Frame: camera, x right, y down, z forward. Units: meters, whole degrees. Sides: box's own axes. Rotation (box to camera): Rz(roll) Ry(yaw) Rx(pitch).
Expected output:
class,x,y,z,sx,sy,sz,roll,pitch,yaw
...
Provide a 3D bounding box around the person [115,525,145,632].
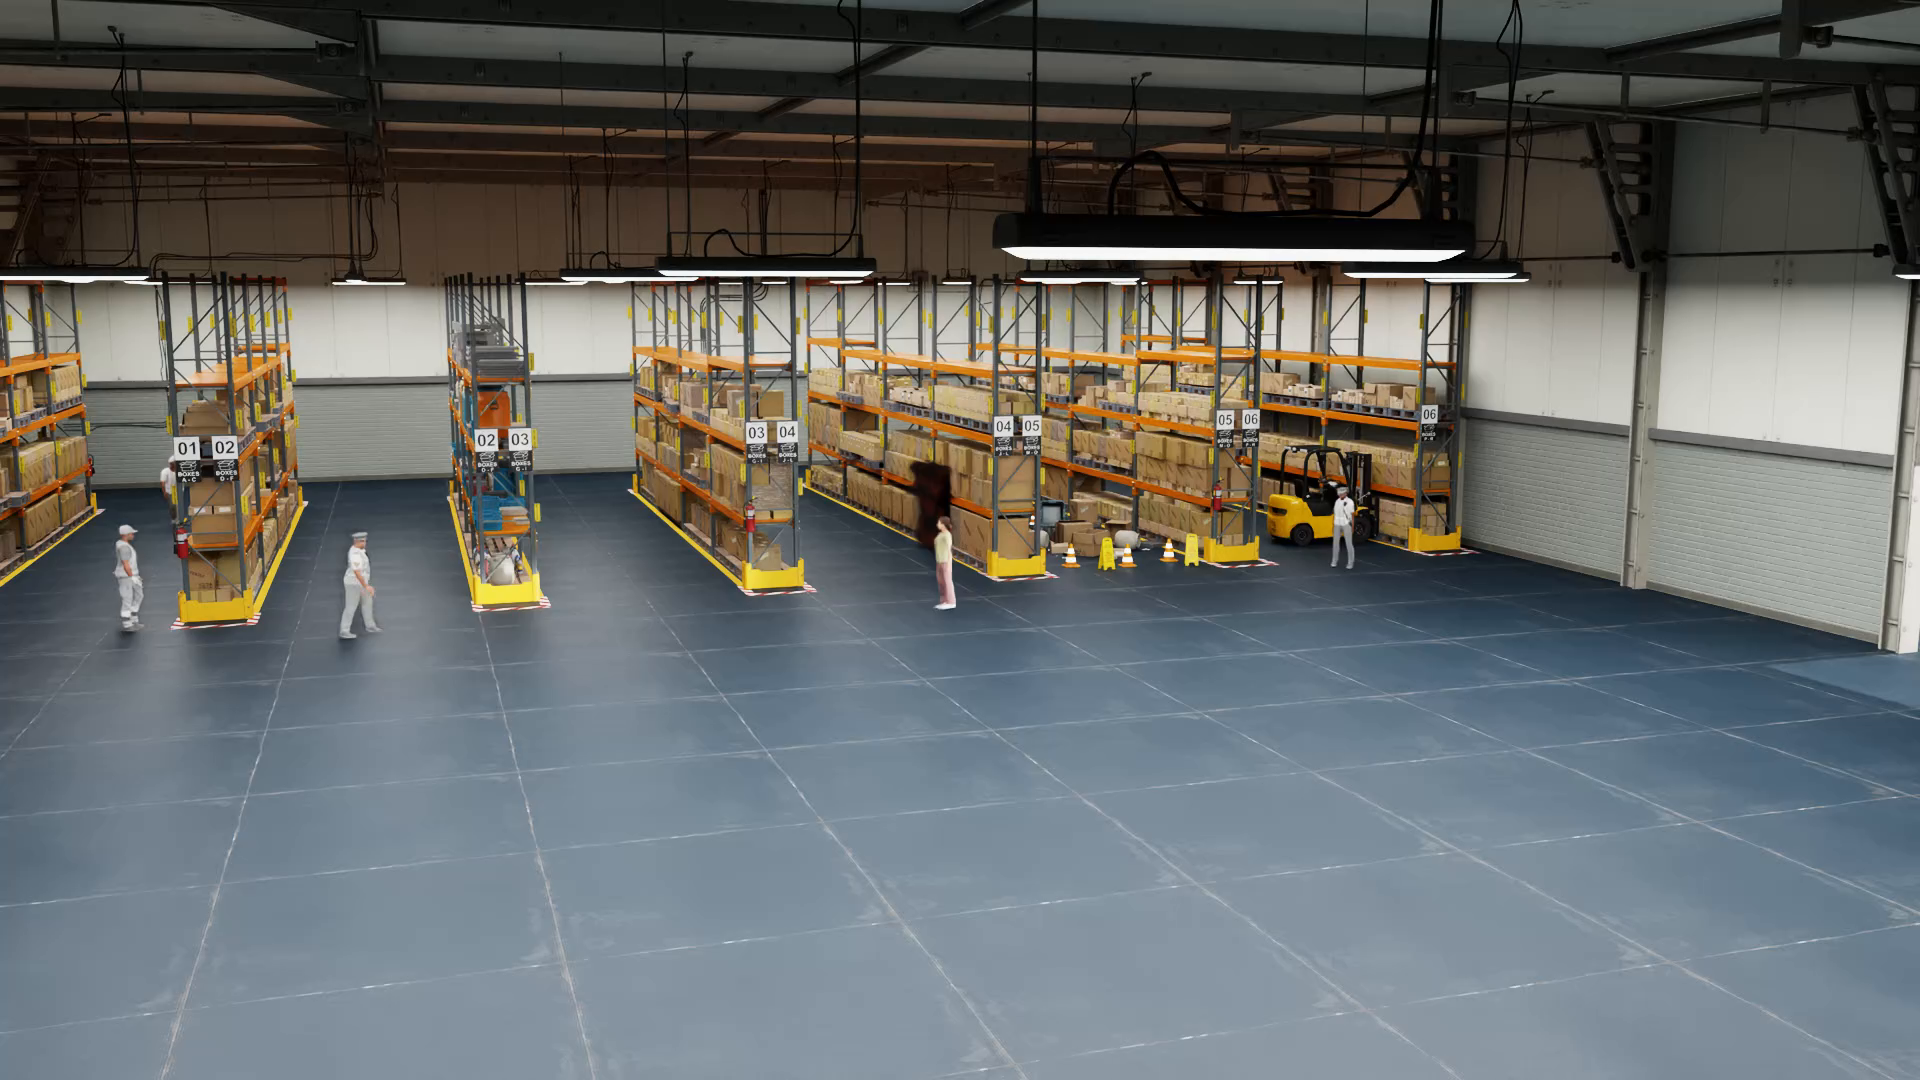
class,x,y,z,sx,sy,sz,roll,pitch,yaw
person,-13.936,0.648,27.974,0.531,1.825,0.630,0,9,2

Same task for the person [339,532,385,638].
class,x,y,z,sx,sy,sz,roll,pitch,yaw
person,-9.952,0.745,27.544,0.617,1.760,0.699,-1,9,-7

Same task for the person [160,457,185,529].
class,x,y,z,sx,sy,sz,roll,pitch,yaw
person,-18.909,-1.143,39.951,0.491,1.719,1.042,-3,9,-18

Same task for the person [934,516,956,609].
class,x,y,z,sx,sy,sz,roll,pitch,yaw
person,-0.277,0.416,29.871,0.360,1.707,0.570,-3,9,-21

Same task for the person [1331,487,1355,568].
class,x,y,z,sx,sy,sz,roll,pitch,yaw
person,7.925,-0.269,34.363,0.546,1.663,0.371,8,12,42
